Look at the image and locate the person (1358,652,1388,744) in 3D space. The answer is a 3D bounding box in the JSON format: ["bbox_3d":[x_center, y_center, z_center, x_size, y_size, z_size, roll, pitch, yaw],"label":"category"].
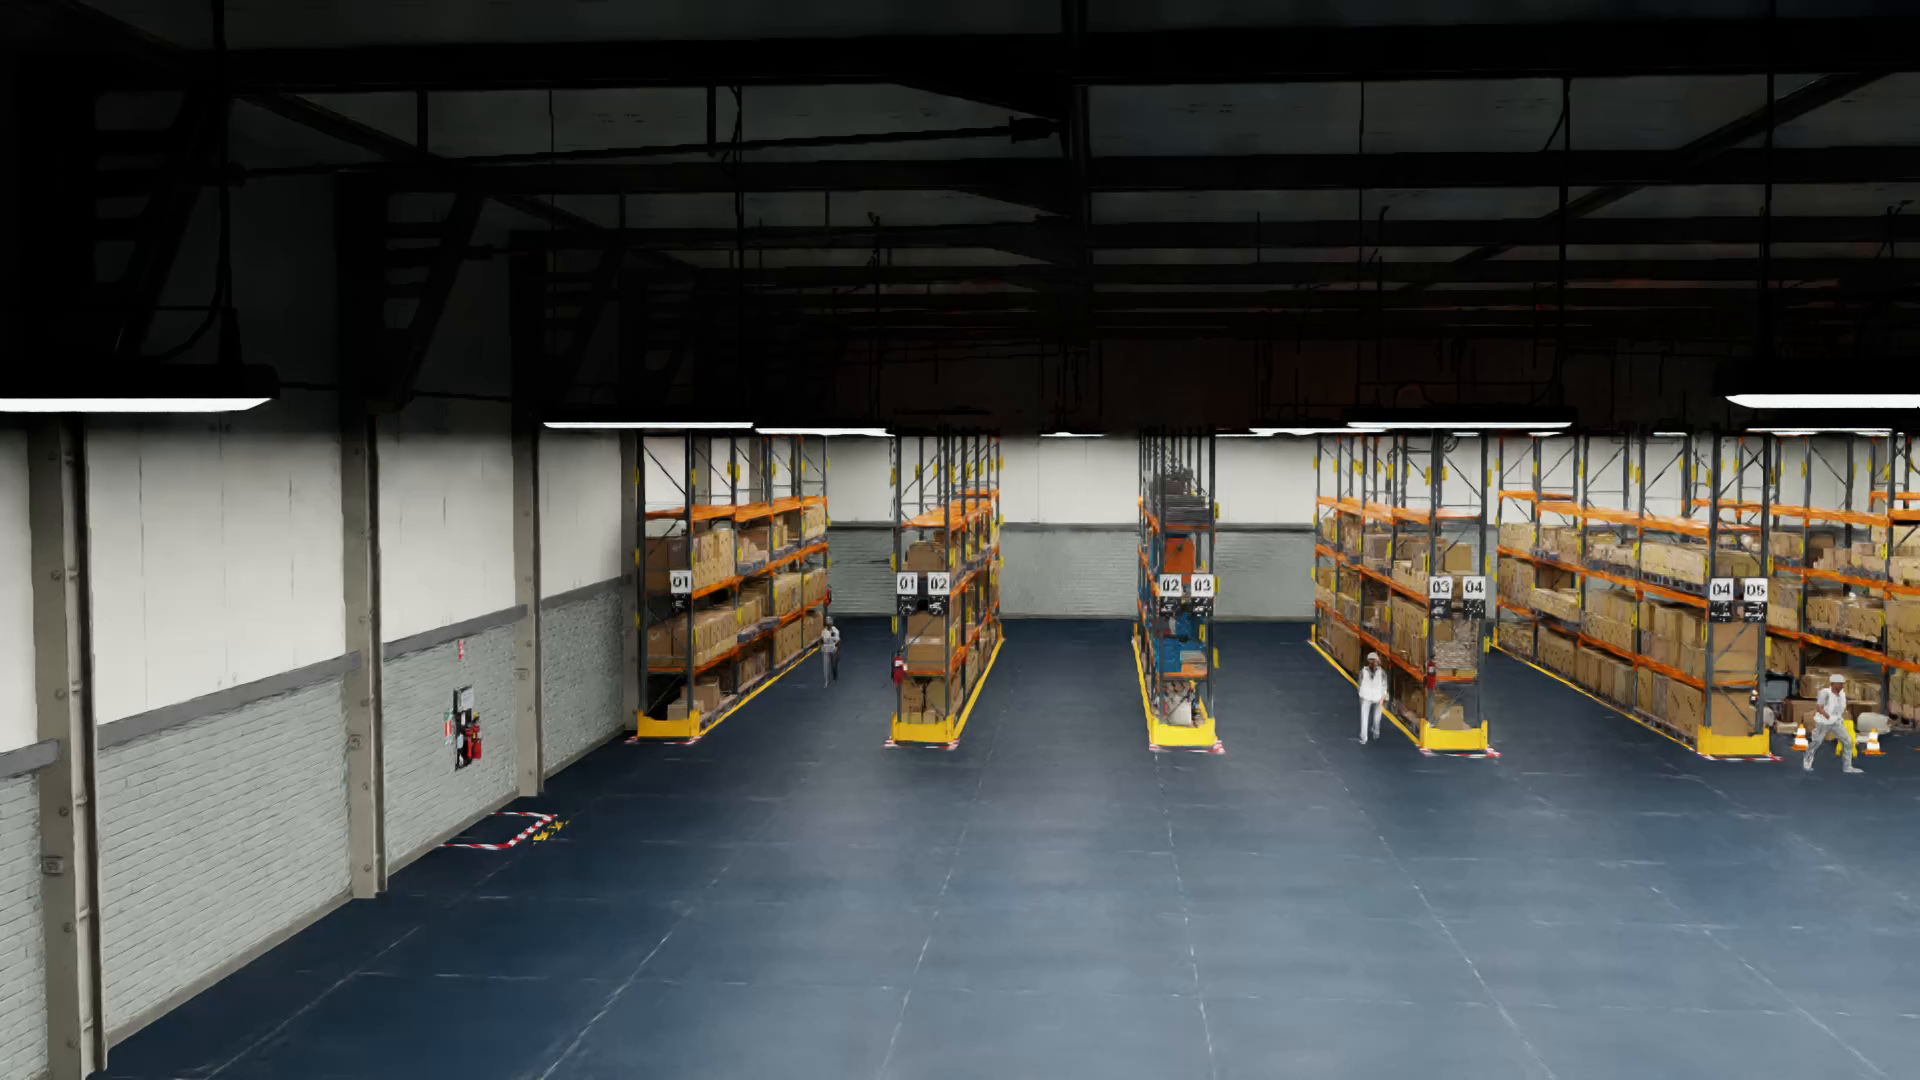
[{"bbox_3d":[7.764,2.952,31.291,0.539,1.715,1.031,1,4,14],"label":"person"}]

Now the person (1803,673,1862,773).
[{"bbox_3d":[14.902,3.121,28.467,0.704,1.717,0.810,-1,4,-14],"label":"person"}]

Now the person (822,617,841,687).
[{"bbox_3d":[-2.977,2.566,38.410,0.461,1.623,0.999,0,3,4],"label":"person"}]

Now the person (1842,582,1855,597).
[{"bbox_3d":[25.043,2.027,46.880,0.379,1.671,0.577,-2,4,-27],"label":"person"}]
